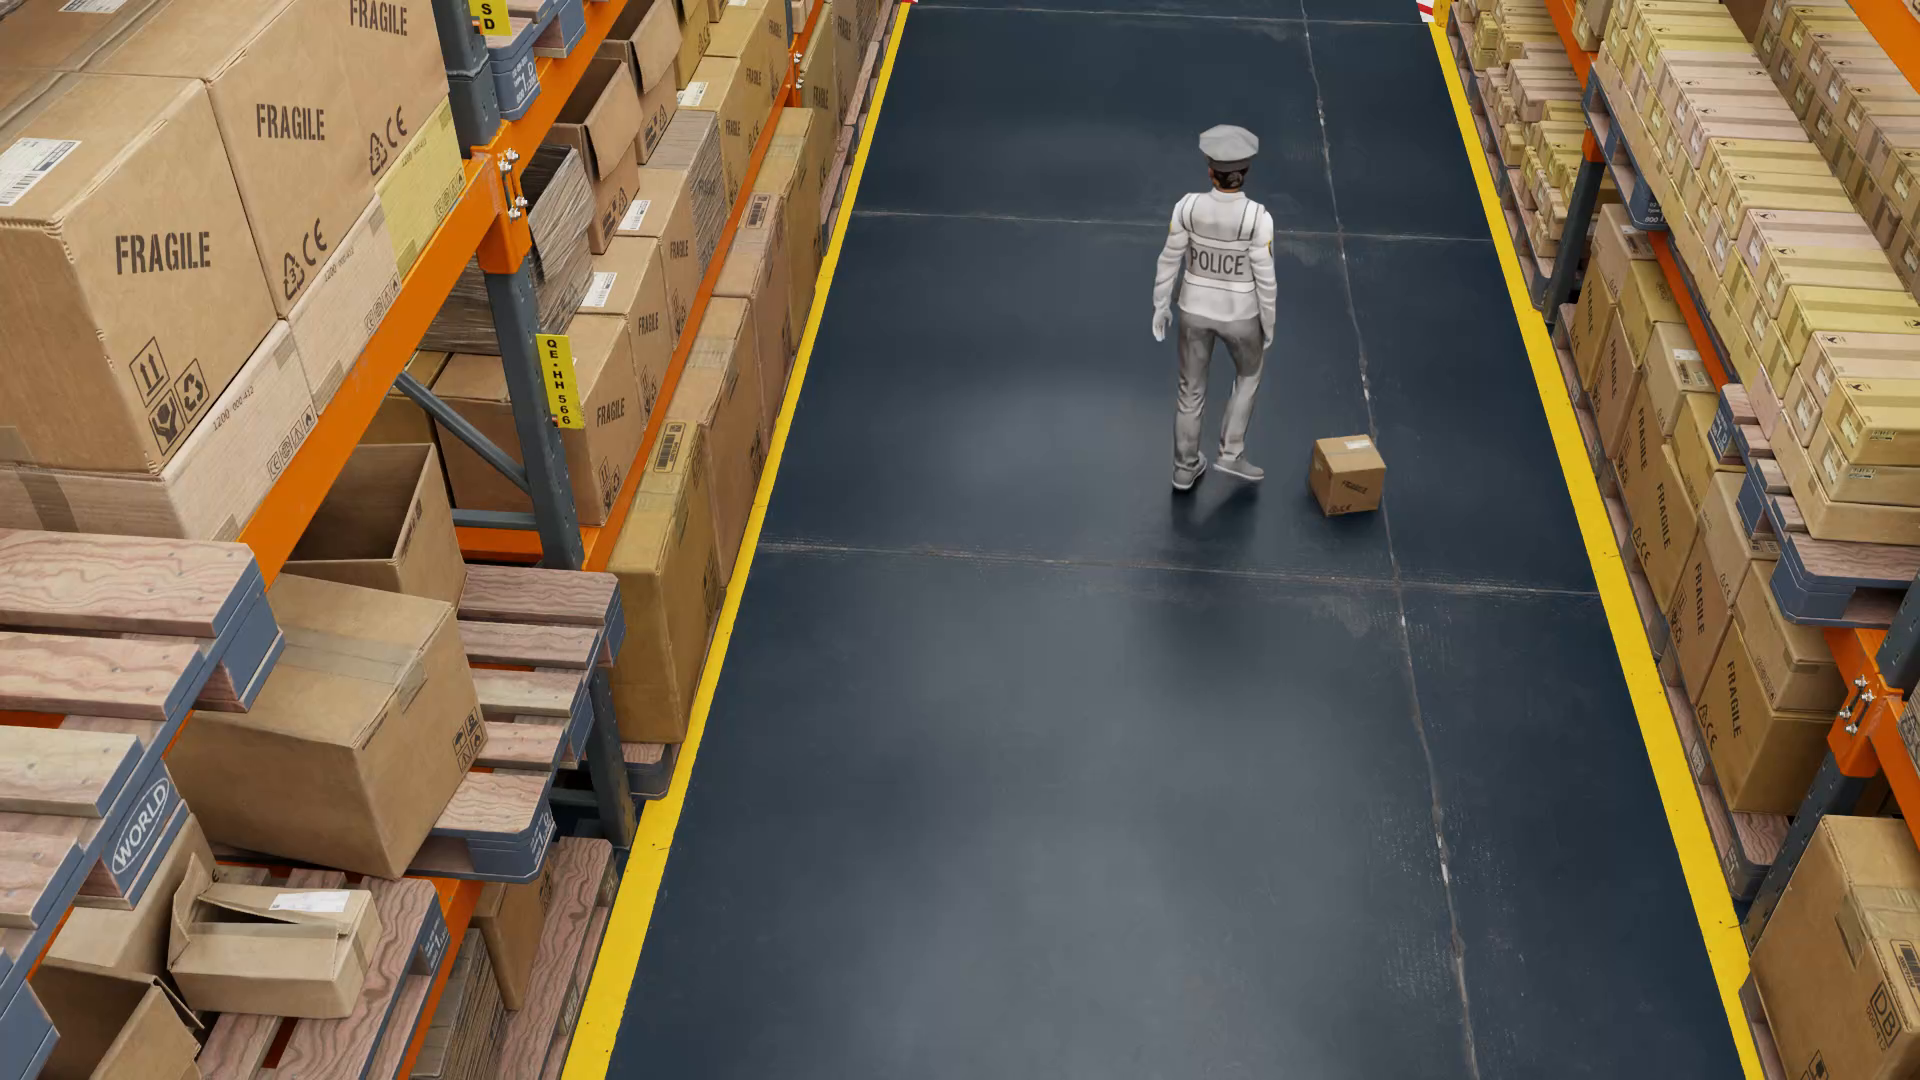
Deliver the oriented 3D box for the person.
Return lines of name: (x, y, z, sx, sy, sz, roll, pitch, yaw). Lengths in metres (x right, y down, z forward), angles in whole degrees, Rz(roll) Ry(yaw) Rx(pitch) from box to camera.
person: (1.125, -0.963, 7.273, 0.599, 1.665, 0.434, 15, 42, 17)
